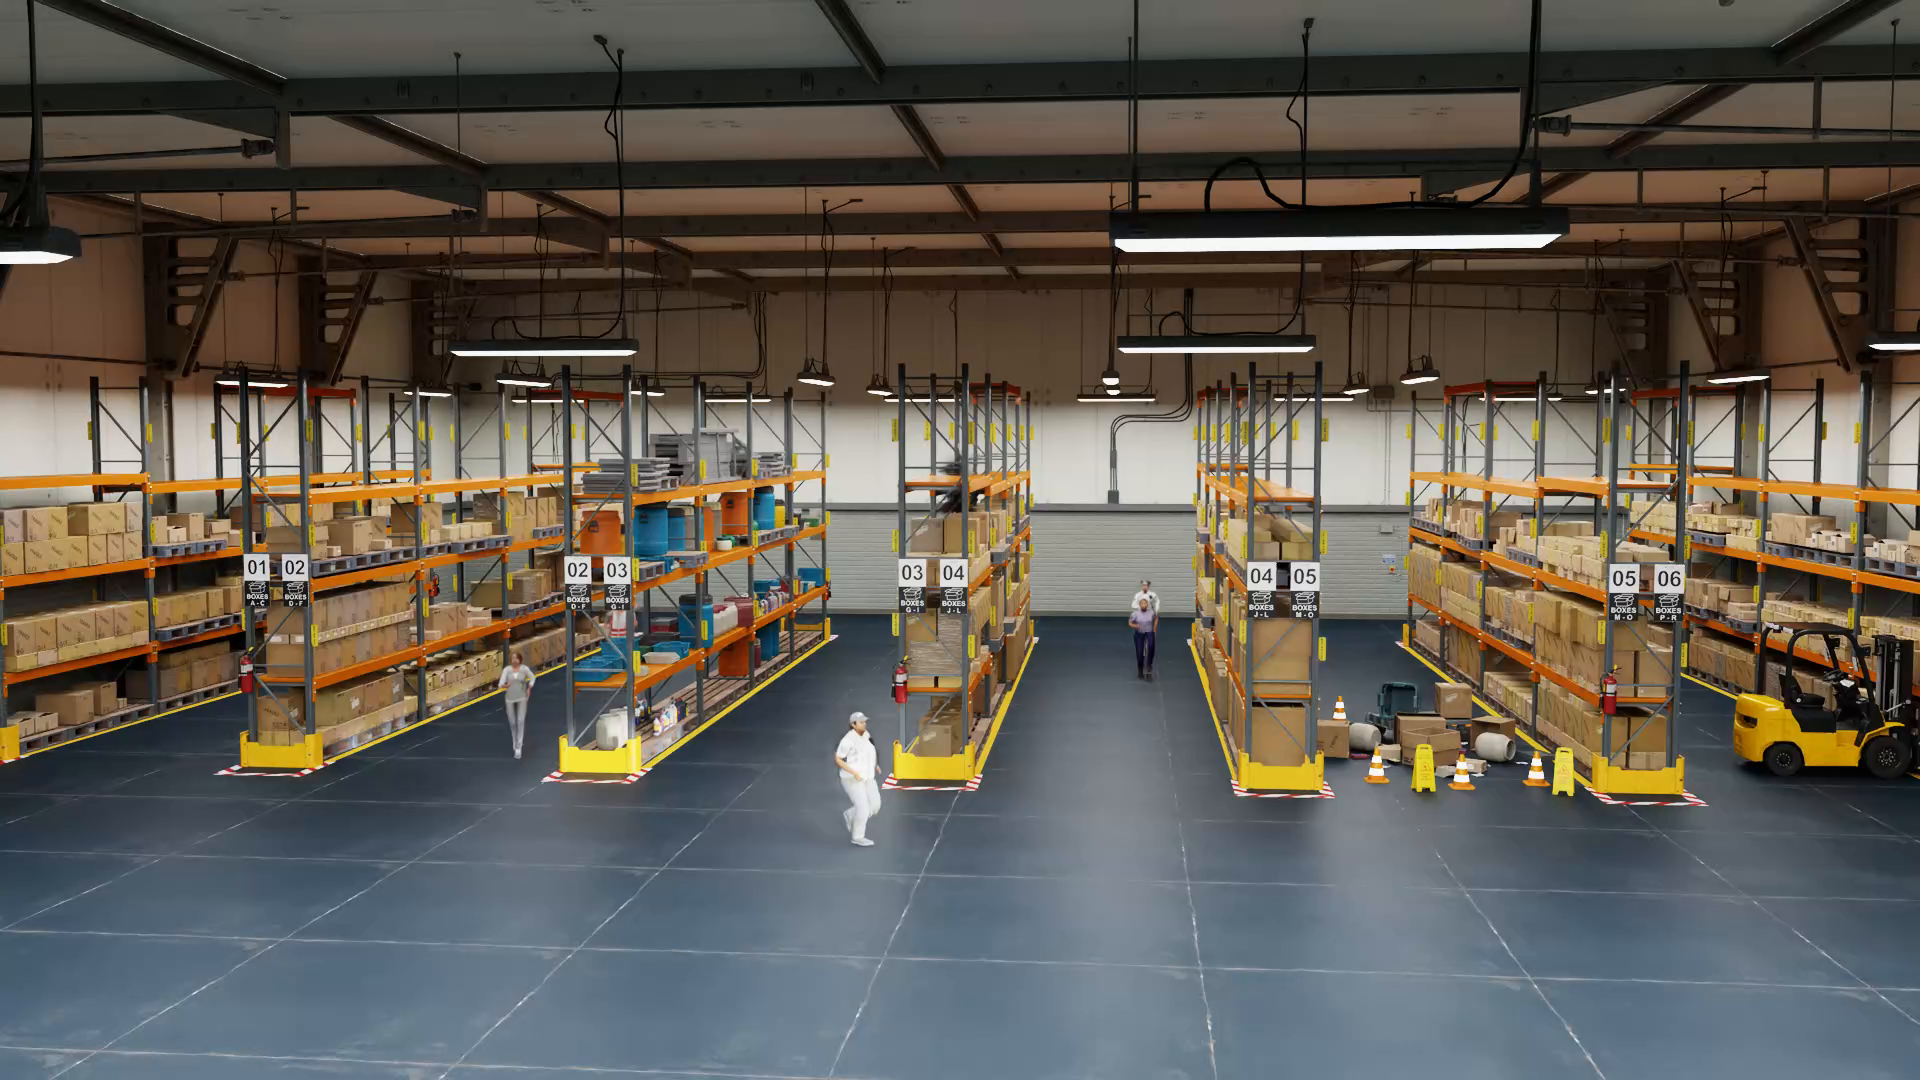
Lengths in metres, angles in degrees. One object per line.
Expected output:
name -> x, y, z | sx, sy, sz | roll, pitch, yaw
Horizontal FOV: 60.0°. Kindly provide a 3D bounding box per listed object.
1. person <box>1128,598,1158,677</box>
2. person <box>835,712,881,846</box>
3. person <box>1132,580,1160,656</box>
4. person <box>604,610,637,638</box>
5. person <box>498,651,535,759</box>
person -> 3.683, 1.985, 33.600 | 0.565, 1.627, 0.888 | 0, 4, 7
person -> -1.267, 2.893, 20.241 | 0.556, 1.621, 0.594 | 3, 5, 38
person -> 4.221, 1.738, 37.752 | 0.625, 1.703, 0.917 | 1, 4, 9
person -> -6.842, 1.976, 33.409 | 0.644, 1.741, 0.580 | 0, 4, -2
person -> -6.882, 2.523, 25.804 | 0.532, 1.612, 0.798 | 0, 4, -7
